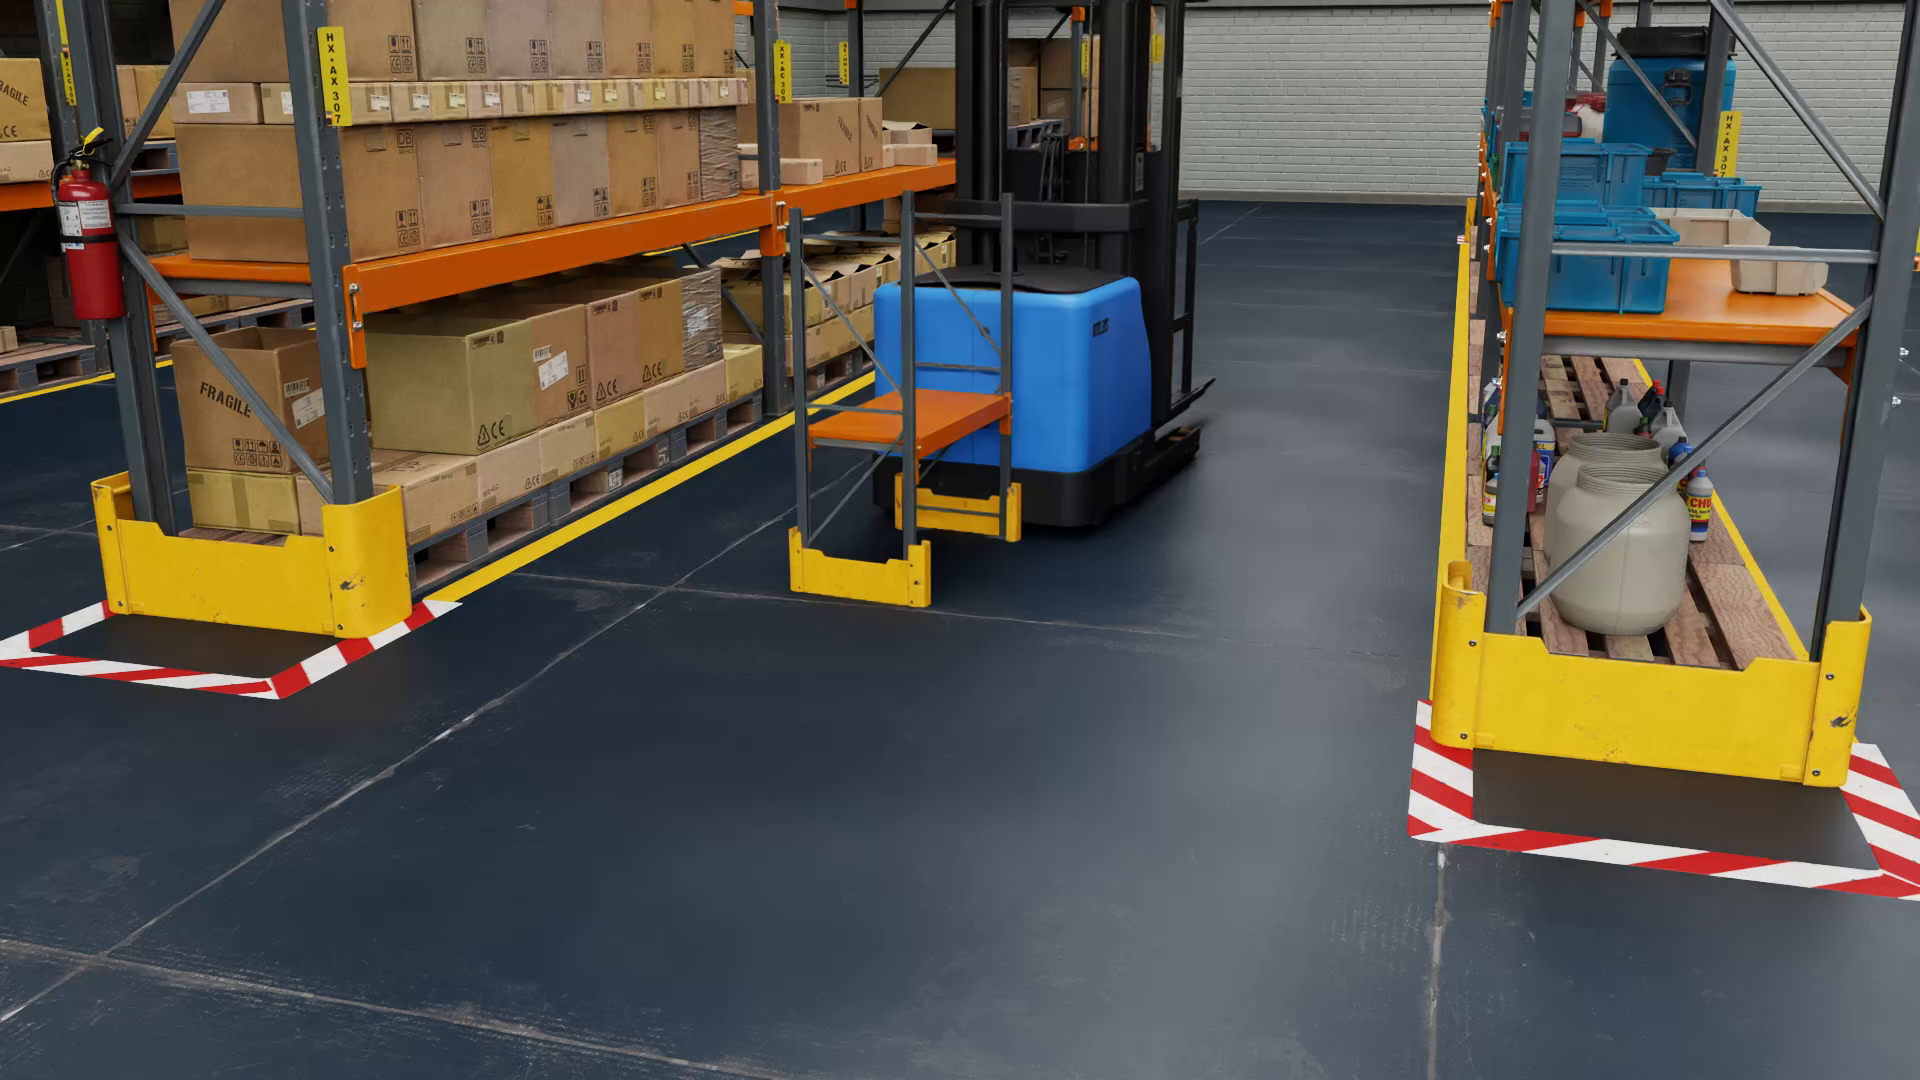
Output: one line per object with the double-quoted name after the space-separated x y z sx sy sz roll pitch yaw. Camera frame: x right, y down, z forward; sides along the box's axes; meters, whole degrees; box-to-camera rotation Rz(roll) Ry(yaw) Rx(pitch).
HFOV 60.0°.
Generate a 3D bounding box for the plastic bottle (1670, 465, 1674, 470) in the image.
3.046 -0.248 7.027 0.097 0.201 0.097 0 16 0 "plastic bottle"

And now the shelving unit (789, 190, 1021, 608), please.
-0.203 -0.623 6.779 0.587 1.500 1.083 6 17 22 "shelving unit"

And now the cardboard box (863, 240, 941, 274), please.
-0.451 -2.125 12.565 0.500 0.311 0.500 4 16 15 "cardboard box"

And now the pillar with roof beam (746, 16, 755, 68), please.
1.192 -9.070 22.817 9.100 9.000 0.400 5 16 16 "pillar with roof beam"

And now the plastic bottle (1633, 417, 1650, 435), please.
3.056 -0.417 7.475 0.061 0.283 0.133 5 16 16 "plastic bottle"

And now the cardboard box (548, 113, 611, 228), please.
-2.088 -1.750 7.818 0.700 0.500 0.500 5 17 18 "cardboard box"

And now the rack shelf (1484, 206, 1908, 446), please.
2.647 -0.967 6.561 1.077 0.370 4.000 5 16 16 "rack shelf"

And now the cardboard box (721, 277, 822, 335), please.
-1.177 -1.460 10.220 0.500 0.311 0.500 5 16 16 "cardboard box"

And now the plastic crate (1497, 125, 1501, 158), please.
3.230 -2.142 9.413 0.392 0.384 0.575 5 16 16 "plastic crate"

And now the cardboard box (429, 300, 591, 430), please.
-2.034 -0.801 7.552 0.500 0.500 0.500 5 16 16 "cardboard box"

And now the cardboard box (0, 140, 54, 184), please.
-6.128 -2.395 10.515 0.500 0.250 0.500 5 16 16 "cardboard box"

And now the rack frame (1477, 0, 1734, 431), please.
3.215 -1.837 8.308 1.000 3.000 0.127 5 16 16 "rack frame"

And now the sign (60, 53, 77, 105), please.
-5.761 -2.981 10.757 0.100 0.325 0.005 5 16 16 "sign"

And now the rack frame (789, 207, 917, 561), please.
-0.402 -0.493 6.319 0.500 1.500 0.032 6 17 22 "rack frame"

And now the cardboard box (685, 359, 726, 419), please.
-1.607 -0.833 9.038 0.500 0.250 0.500 5 16 16 "cardboard box"

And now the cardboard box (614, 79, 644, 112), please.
-1.767 -2.162 8.083 0.380 0.149 0.250 5 17 17 "cardboard box"

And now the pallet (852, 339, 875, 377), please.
-1.016 -1.396 11.865 1.003 0.211 1.213 5 16 16 "pallet"

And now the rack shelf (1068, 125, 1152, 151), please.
1.309 -4.492 18.988 1.077 0.370 4.000 5 16 16 "rack shelf"

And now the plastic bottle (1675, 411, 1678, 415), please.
3.247 -0.455 7.607 0.061 0.283 0.133 6 17 20 "plastic bottle"

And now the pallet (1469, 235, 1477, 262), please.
6.005 -3.104 17.885 1.003 0.211 1.213 5 16 16 "pallet"

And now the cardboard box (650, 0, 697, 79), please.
-1.796 -2.645 8.598 0.700 0.500 0.500 5 16 16 "cardboard box"

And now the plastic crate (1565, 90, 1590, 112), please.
5.983 -4.204 16.425 0.402 0.464 0.583 5 16 16 "plastic crate"

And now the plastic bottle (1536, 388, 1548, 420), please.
2.726 -0.584 7.939 0.144 0.351 0.185 5 16 16 "plastic bottle"

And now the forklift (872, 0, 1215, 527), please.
0.632 -1.825 8.393 1.130 2.935 3.031 6 17 22 "forklift"

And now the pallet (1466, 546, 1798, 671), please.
2.291 0.316 5.830 1.003 0.211 1.213 5 16 16 "pallet"

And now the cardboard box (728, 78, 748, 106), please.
-1.405 -2.494 9.254 0.380 0.149 0.250 5 16 16 "cardboard box"

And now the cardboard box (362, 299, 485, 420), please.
-2.533 -0.841 7.694 0.500 0.500 0.500 5 16 16 "cardboard box"

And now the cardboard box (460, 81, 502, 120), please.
-2.133 -1.822 6.883 0.380 0.149 0.250 4 16 15 "cardboard box"

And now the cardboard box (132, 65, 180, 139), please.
-5.941 -3.141 11.917 0.700 0.500 0.500 6 17 22 "cardboard box"

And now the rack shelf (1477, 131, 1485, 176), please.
6.057 -4.107 17.630 1.077 0.370 4.000 5 16 16 "rack shelf"

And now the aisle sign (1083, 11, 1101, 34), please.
1.615 -6.653 20.523 0.394 0.787 0.004 5 16 16 "aisle sign"

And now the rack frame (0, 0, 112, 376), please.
-6.284 -2.605 11.017 1.000 3.000 0.127 5 16 16 "rack frame"

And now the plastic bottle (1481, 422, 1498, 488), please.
2.360 -0.386 7.241 0.144 0.351 0.185 5 17 18 "plastic bottle"

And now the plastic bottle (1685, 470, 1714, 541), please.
2.892 -0.140 6.518 0.097 0.271 0.097 0 16 0 "plastic bottle"

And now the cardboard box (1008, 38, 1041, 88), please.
0.636 -4.996 17.432 0.500 0.500 0.500 5 17 16 "cardboard box"

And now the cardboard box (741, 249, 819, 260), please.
-1.261 -1.897 11.763 0.500 0.311 0.500 4 16 15 "cardboard box"

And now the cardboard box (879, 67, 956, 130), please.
-0.325 -3.692 13.896 0.700 0.500 0.500 -1 16 -3 "cardboard box"

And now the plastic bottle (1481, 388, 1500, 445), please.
2.588 -0.595 7.978 0.144 0.351 0.185 5 17 17 "plastic bottle"

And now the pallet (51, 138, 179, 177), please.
-5.927 -2.701 11.708 1.003 0.211 1.213 5 16 16 "pallet"

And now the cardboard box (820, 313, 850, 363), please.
-1.034 -1.321 10.759 0.500 0.250 0.500 5 17 17 "cardboard box"

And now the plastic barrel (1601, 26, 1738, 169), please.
3.615 -2.156 8.513 0.600 0.901 0.708 5 16 16 "plastic barrel"

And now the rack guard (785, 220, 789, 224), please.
-2.867 -4.548 22.448 1.175 0.500 0.348 5 16 16 "rack guard"

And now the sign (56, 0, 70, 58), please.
-3.186 -1.892 5.947 0.100 0.325 0.005 5 16 16 "sign"

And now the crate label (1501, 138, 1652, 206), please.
2.342 -1.310 6.385 0.502 0.435 0.616 5 16 16 "crate label"

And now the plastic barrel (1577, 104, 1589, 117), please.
4.264 -2.651 10.975 0.421 0.512 0.421 0 16 0 "plastic barrel"

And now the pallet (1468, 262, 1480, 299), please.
5.229 -2.390 15.367 1.003 0.211 1.213 5 16 16 "pallet"

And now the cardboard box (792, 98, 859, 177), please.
-1.007 -2.738 11.304 0.500 0.500 0.500 5 16 16 "cardboard box"

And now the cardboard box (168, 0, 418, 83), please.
-2.510 -1.983 6.261 0.700 0.500 0.500 5 16 16 "cardboard box"

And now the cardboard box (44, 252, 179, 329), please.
-6.090 -1.808 11.981 0.700 0.500 0.500 5 17 18 "cardboard box"

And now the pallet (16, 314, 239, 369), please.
-6.064 -1.467 12.116 1.003 0.211 1.213 5 16 16 "pallet"

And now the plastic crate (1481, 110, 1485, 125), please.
5.865 -4.541 18.039 0.416 0.233 0.300 5 16 16 "plastic crate"

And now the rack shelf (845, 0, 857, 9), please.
-0.965 -3.842 11.199 1.077 0.370 4.000 5 16 16 "rack shelf"

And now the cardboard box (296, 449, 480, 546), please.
-2.304 -0.178 6.728 0.500 0.250 0.500 5 16 16 "cardboard box"

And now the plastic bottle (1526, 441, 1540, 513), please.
2.380 -0.265 6.939 0.061 0.283 0.133 5 16 16 "plastic bottle"
